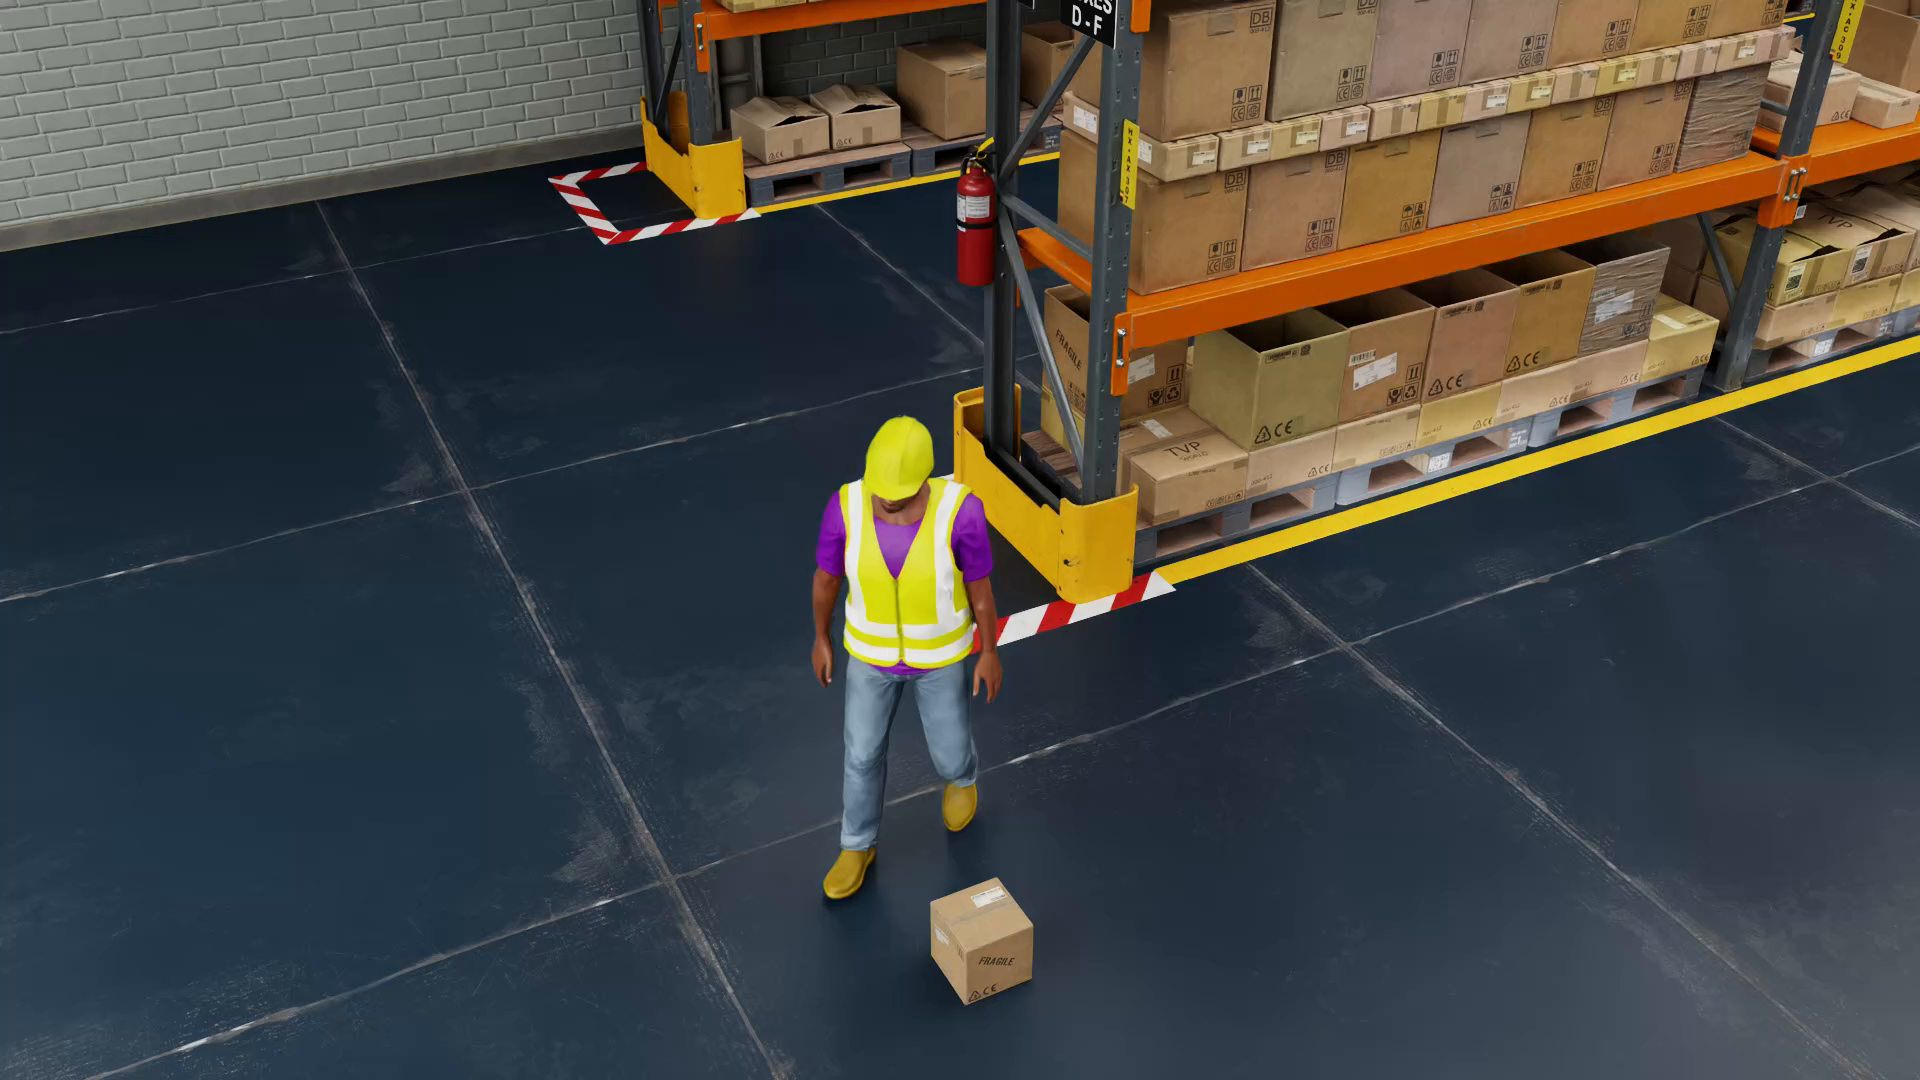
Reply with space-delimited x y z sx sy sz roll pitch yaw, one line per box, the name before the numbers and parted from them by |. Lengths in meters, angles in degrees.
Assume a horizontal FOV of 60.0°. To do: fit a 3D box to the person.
person | -0.185 0.369 5.530 0.655 1.756 0.638 3 33 5
